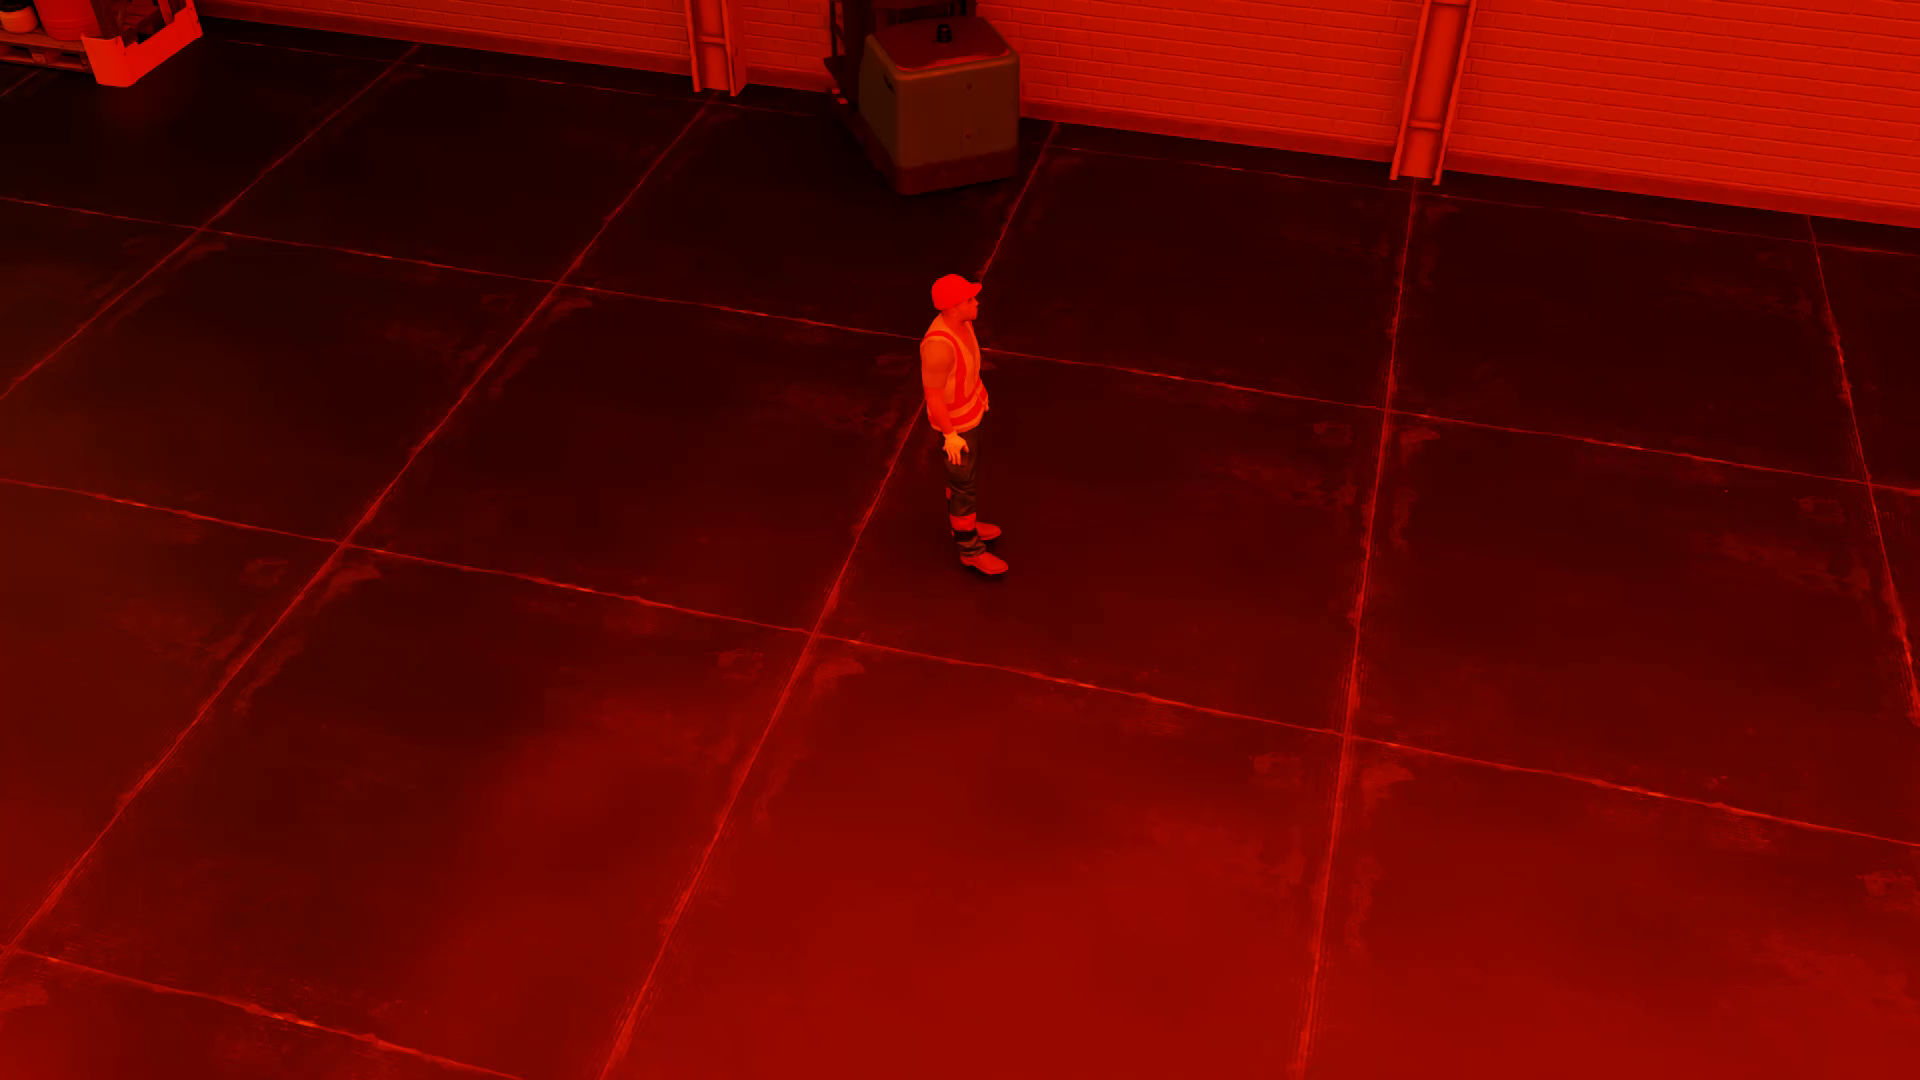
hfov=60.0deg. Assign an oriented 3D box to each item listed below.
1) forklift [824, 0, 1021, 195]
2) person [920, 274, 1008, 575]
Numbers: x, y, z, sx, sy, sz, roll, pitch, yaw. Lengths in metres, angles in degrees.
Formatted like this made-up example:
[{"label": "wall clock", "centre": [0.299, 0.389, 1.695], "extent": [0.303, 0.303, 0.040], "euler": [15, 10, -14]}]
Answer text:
[{"label": "forklift", "centre": [-0.501, -4.790, 13.326], "extent": [1.130, 2.935, 3.031], "euler": [-14, 43, -15]}, {"label": "person", "centre": [0.074, -0.687, 9.439], "extent": [0.564, 1.787, 0.637], "euler": [10, 42, 11]}]
